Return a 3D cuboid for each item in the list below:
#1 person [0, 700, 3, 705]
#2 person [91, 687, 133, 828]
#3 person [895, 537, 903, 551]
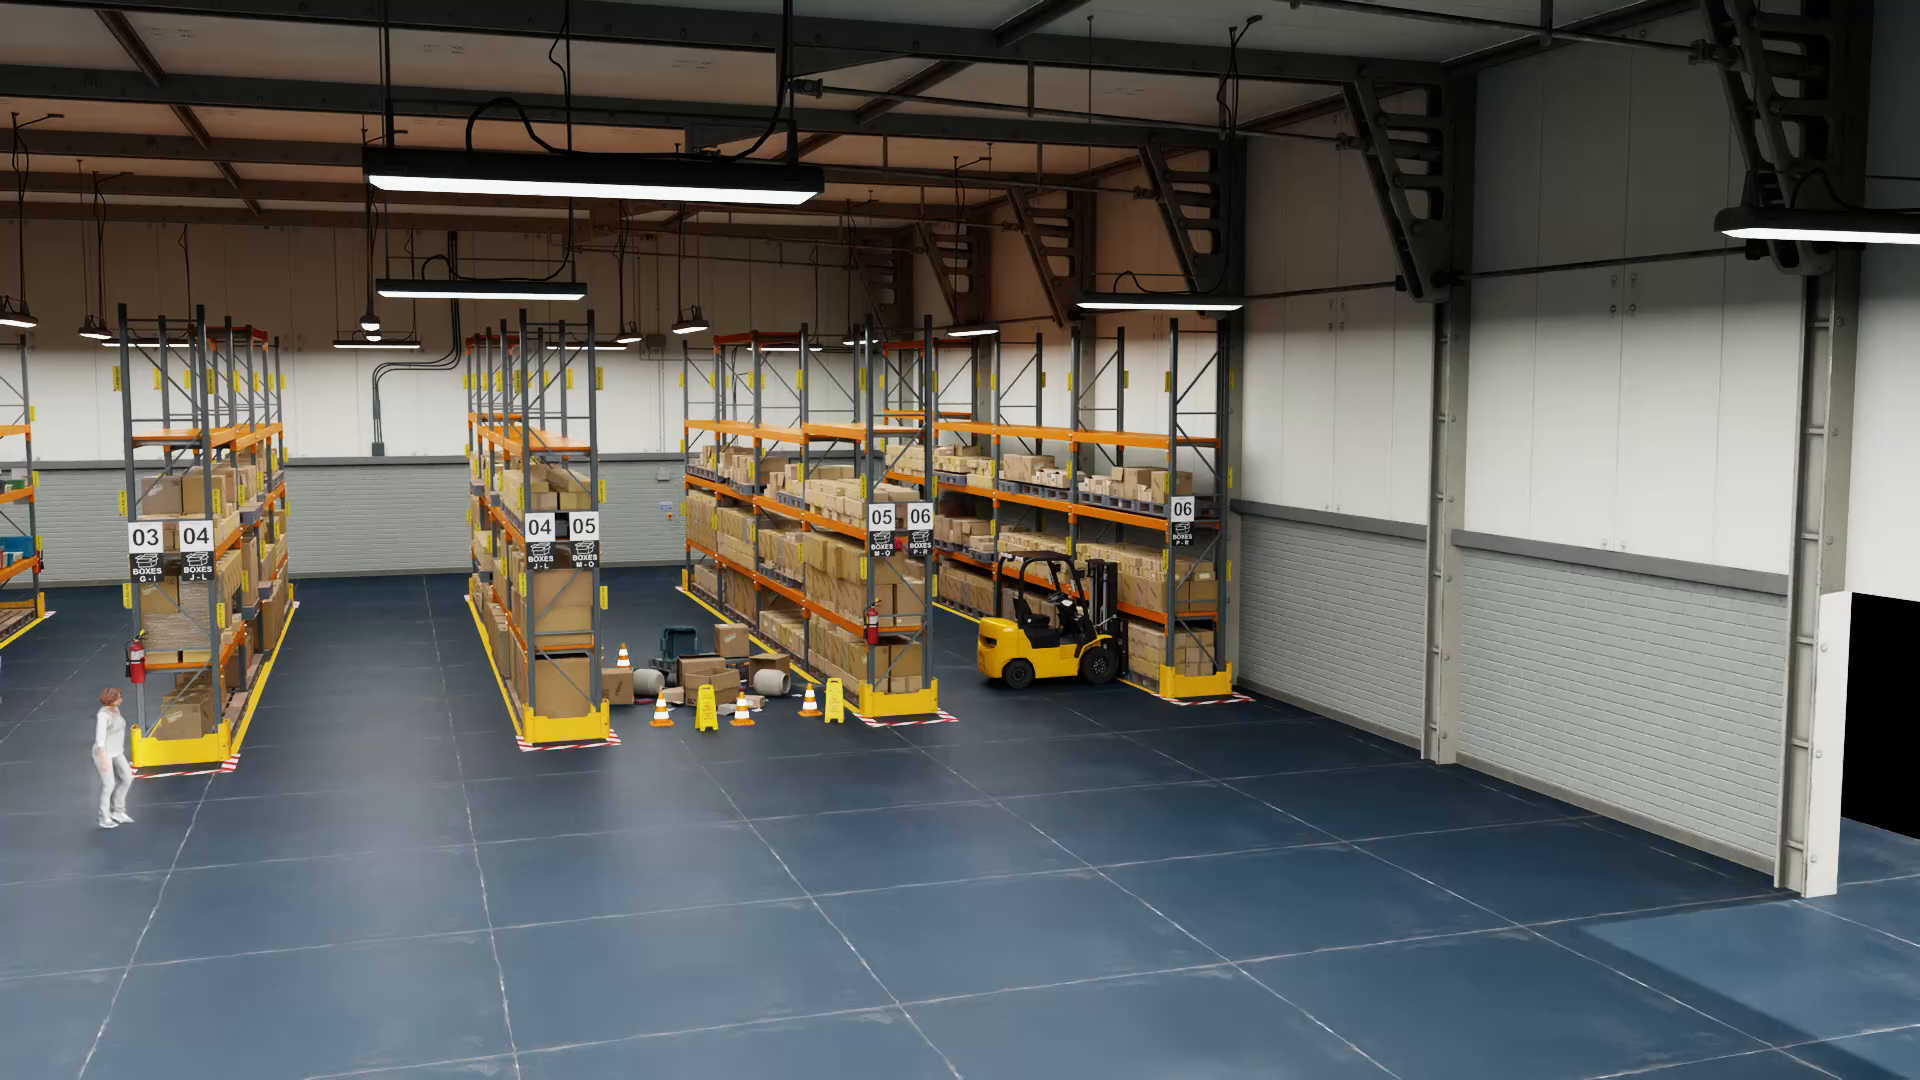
[{"bbox_3d":[-15.018,1.691,25.471,0.515,1.781,0.669,2,6,18],"label":"person"},{"bbox_3d":[-9.608,2.458,18.754,0.346,1.622,0.543,0,5,1],"label":"person"},{"bbox_3d":[-1.503,0.583,34.942,0.510,1.784,0.803,-3,6,-25],"label":"person"}]
